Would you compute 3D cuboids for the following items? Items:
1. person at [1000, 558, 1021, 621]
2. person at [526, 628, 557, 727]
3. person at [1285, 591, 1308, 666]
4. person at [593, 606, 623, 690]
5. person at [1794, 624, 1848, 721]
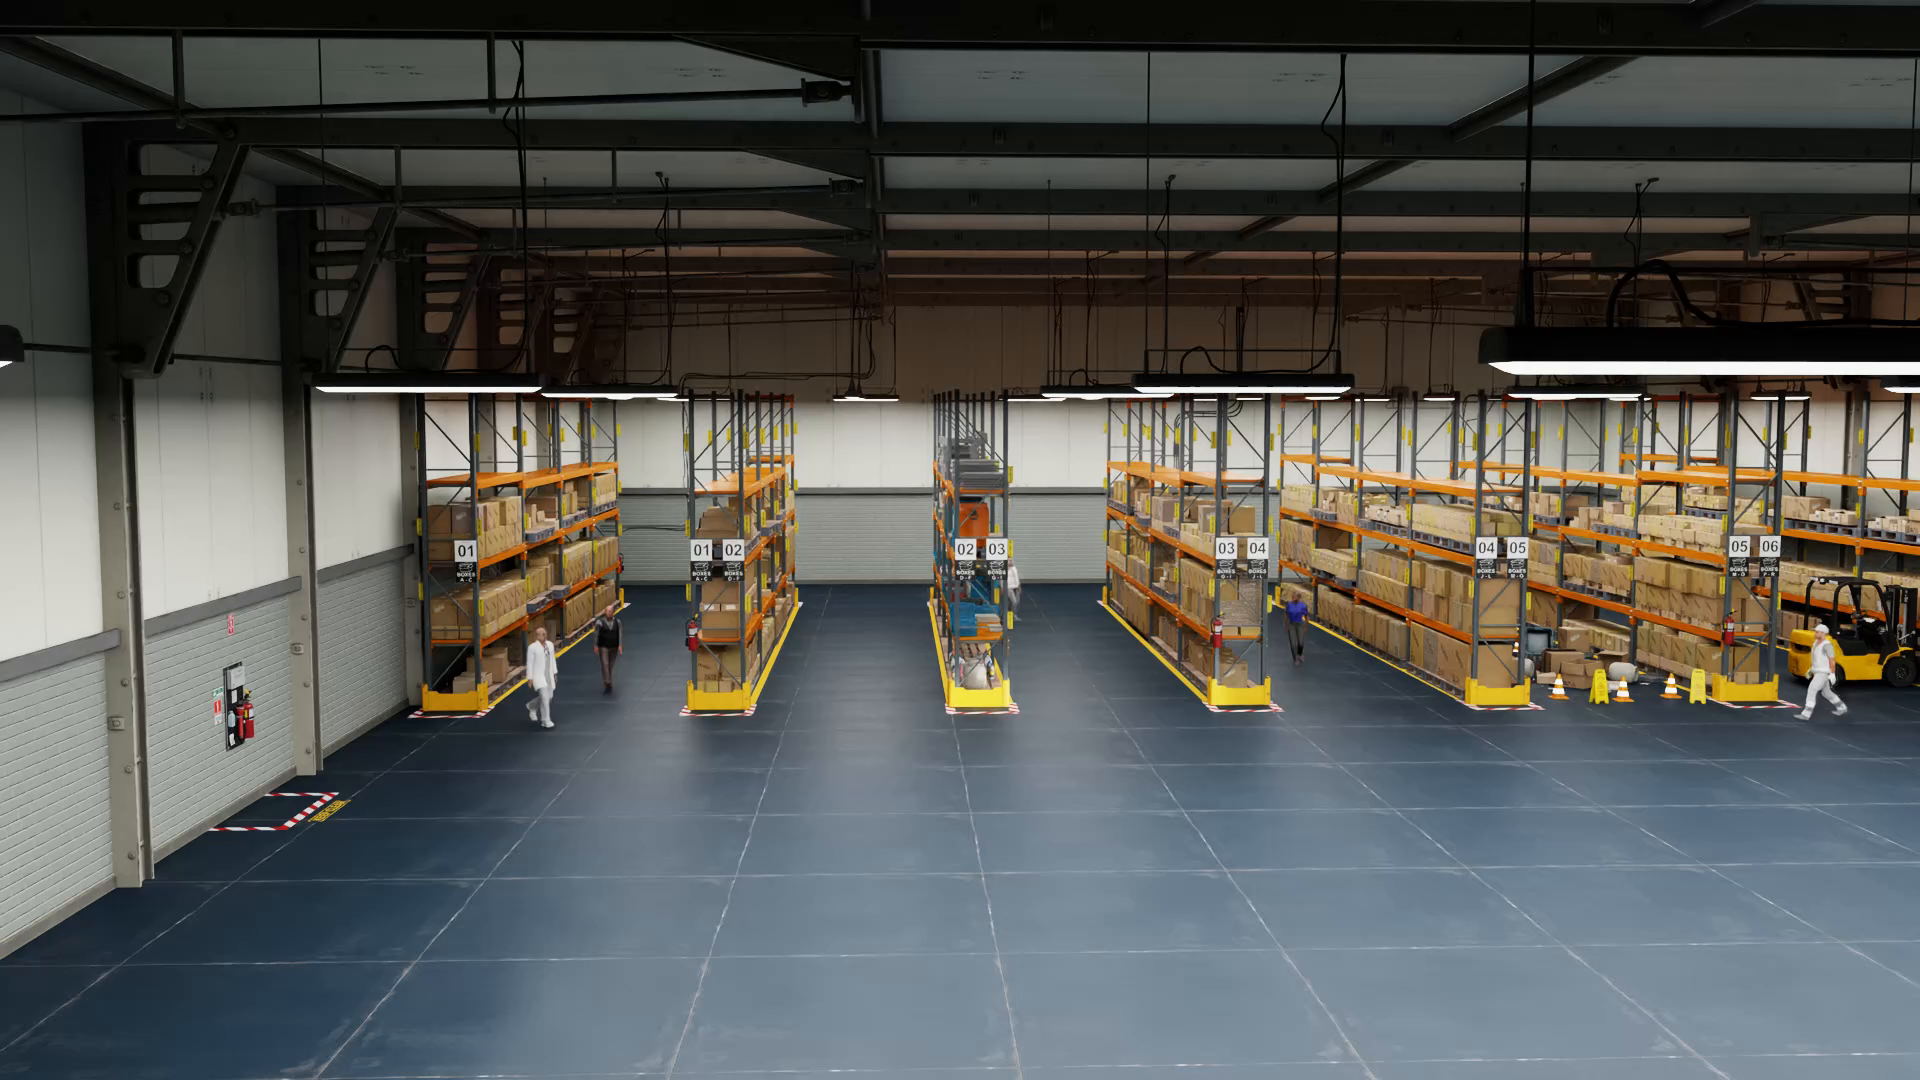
[{"bbox_3d":[1.345,1.261,43.914,0.756,1.742,0.521,4,6,42],"label":"person"},{"bbox_3d":[-7.461,2.417,29.596,0.934,1.743,0.628,4,6,39],"label":"person"},{"bbox_3d":[7.407,1.929,36.601,0.506,1.641,0.496,1,5,16],"label":"person"},{"bbox_3d":[-7.014,2.147,33.308,0.555,1.661,1.053,-3,6,-34],"label":"person"},{"bbox_3d":[15.614,2.394,30.101,1.075,1.748,0.533,0,5,-1],"label":"person"}]
